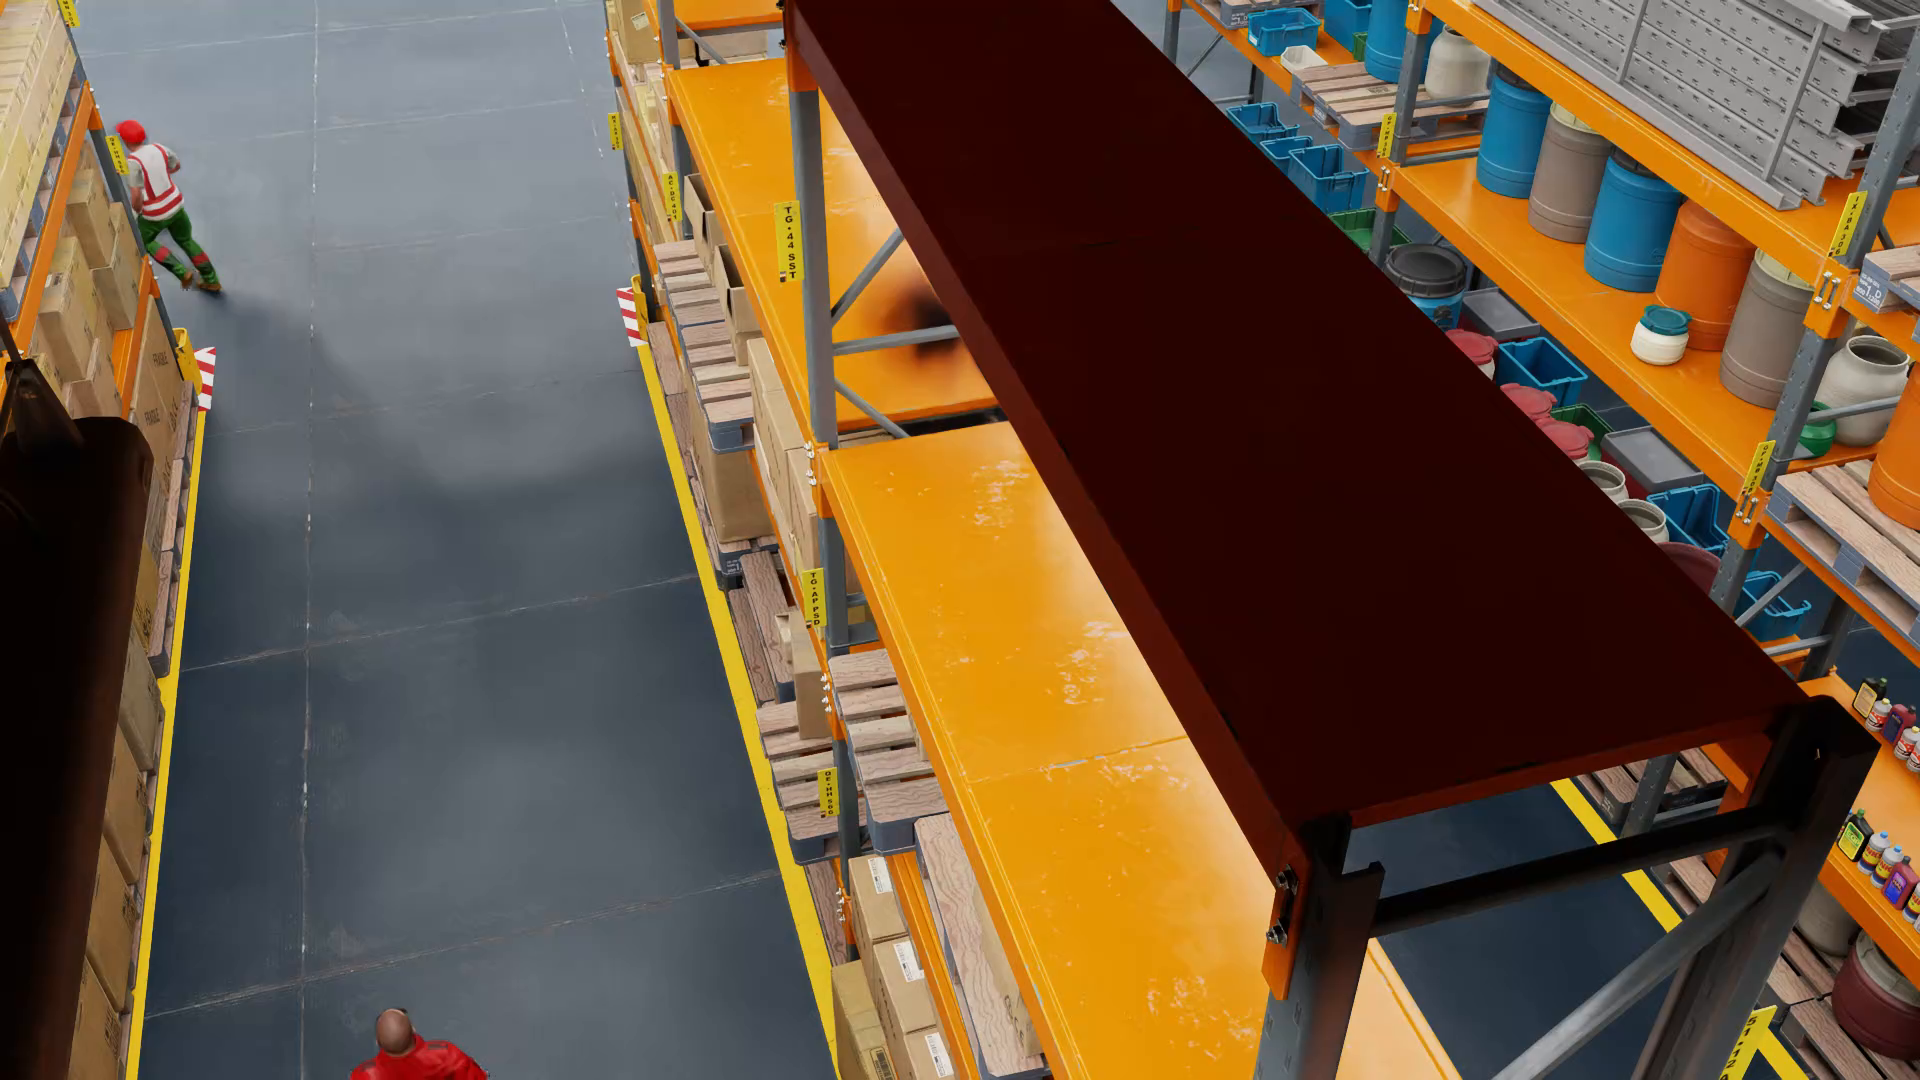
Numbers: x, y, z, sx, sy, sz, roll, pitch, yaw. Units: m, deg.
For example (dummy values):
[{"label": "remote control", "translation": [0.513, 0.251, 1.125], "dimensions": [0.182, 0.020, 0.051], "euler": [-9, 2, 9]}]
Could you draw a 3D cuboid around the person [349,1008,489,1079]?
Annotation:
[{"label": "person", "translation": [-2.515, 2.823, 7.906], "dimensions": [0.672, 1.712, 0.710], "euler": [-13, 40, -16]}]

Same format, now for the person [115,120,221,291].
[{"label": "person", "translation": [-7.399, -3.046, 15.257], "dimensions": [0.659, 1.749, 0.717], "euler": [16, 41, 19]}]
